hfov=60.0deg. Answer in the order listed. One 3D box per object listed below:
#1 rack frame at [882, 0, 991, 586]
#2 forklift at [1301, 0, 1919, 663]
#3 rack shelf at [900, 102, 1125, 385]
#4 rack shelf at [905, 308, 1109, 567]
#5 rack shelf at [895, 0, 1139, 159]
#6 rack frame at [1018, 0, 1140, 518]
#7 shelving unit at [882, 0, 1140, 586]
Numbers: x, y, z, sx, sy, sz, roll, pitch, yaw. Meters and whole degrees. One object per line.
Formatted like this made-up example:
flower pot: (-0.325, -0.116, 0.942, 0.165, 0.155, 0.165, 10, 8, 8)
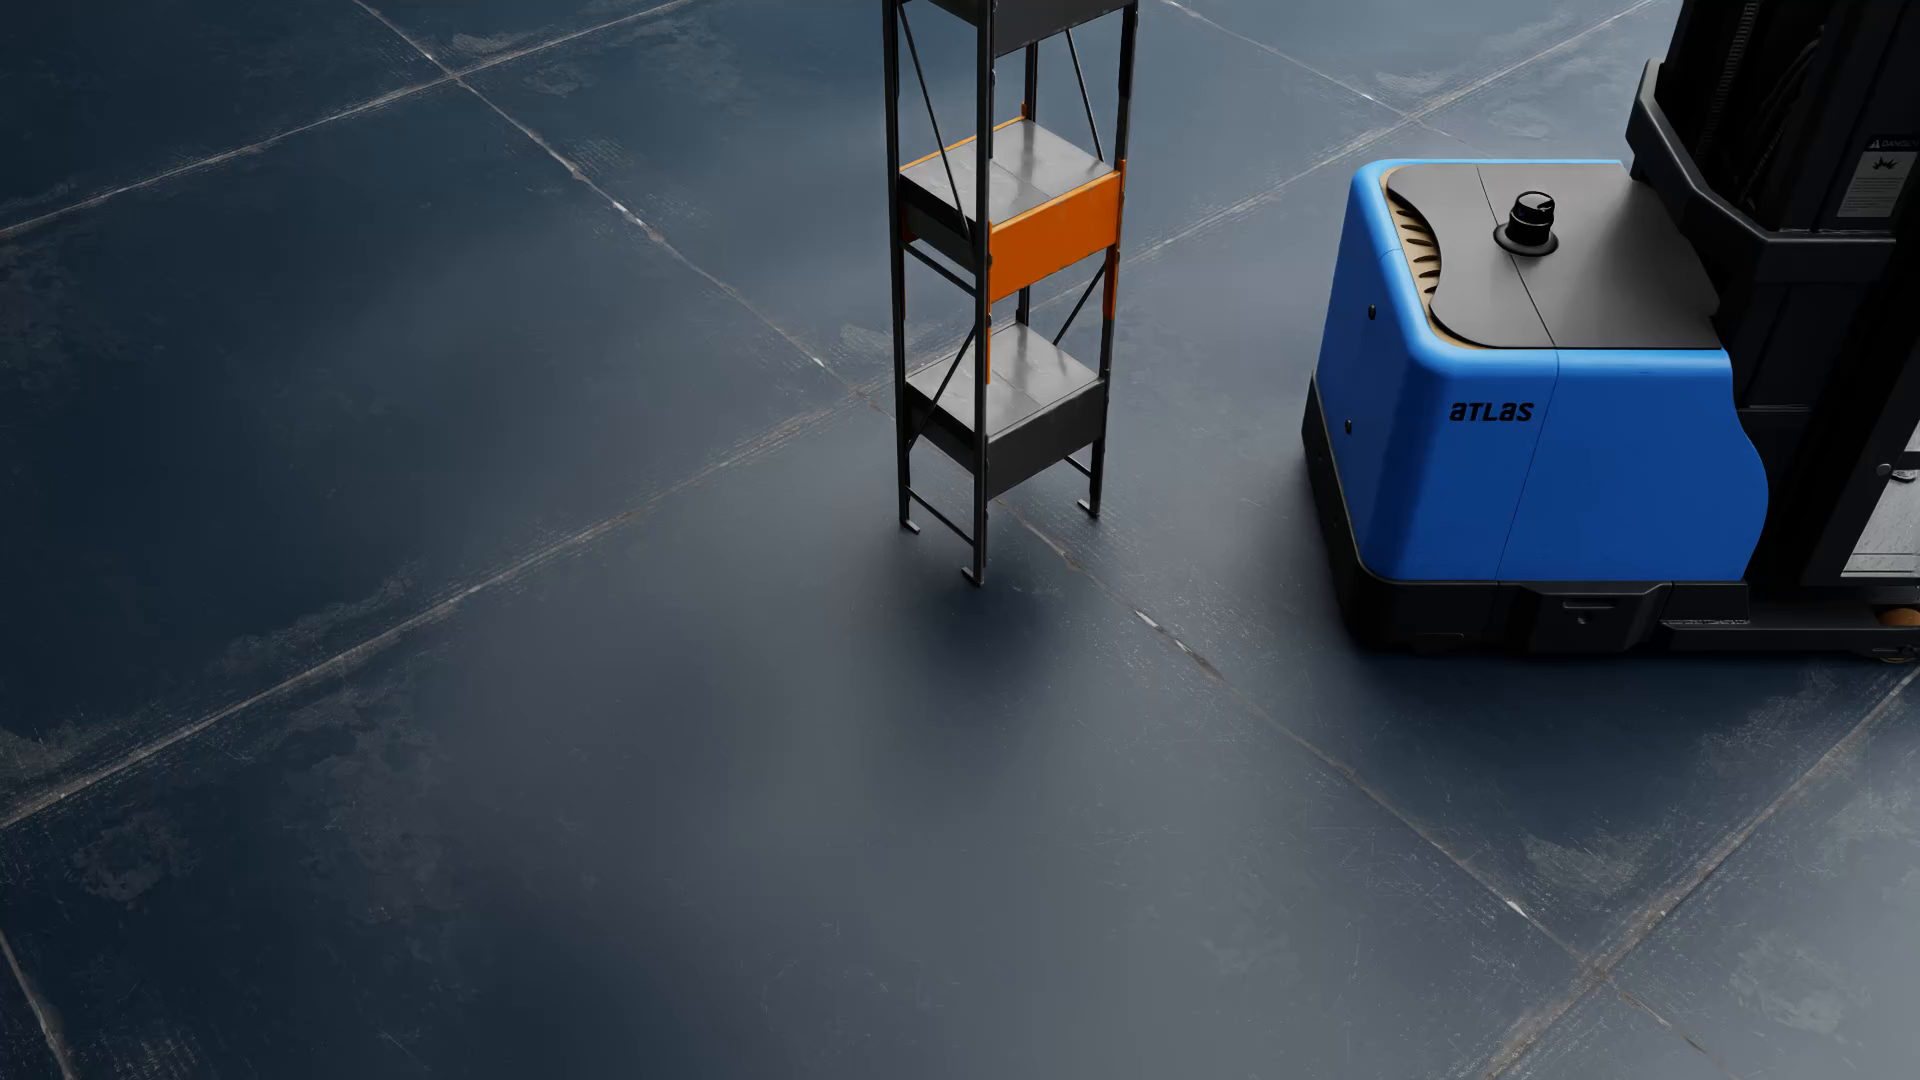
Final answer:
rack frame: (-0.060, -0.731, 4.494, 0.015, 2.100, 0.400, -30, 51, -28)
forklift: (2.647, -1.075, 4.254, 3.031, 2.935, 1.130, 0, 43, 0)
rack shelf: (0.127, -0.828, 4.618, 0.480, 0.518, 0.431, -30, 51, -28)
rack shelf: (0.127, -0.318, 5.097, 0.480, 0.518, 0.431, -30, 51, -28)
rack shelf: (0.127, -1.338, 4.139, 0.480, 0.518, 0.431, -30, 51, -28)
rack frame: (0.314, -0.945, 4.723, 0.015, 2.100, 0.400, -30, 51, -28)
shelving unit: (0.127, -0.838, 4.609, 0.503, 2.100, 0.431, -30, 51, -28)
